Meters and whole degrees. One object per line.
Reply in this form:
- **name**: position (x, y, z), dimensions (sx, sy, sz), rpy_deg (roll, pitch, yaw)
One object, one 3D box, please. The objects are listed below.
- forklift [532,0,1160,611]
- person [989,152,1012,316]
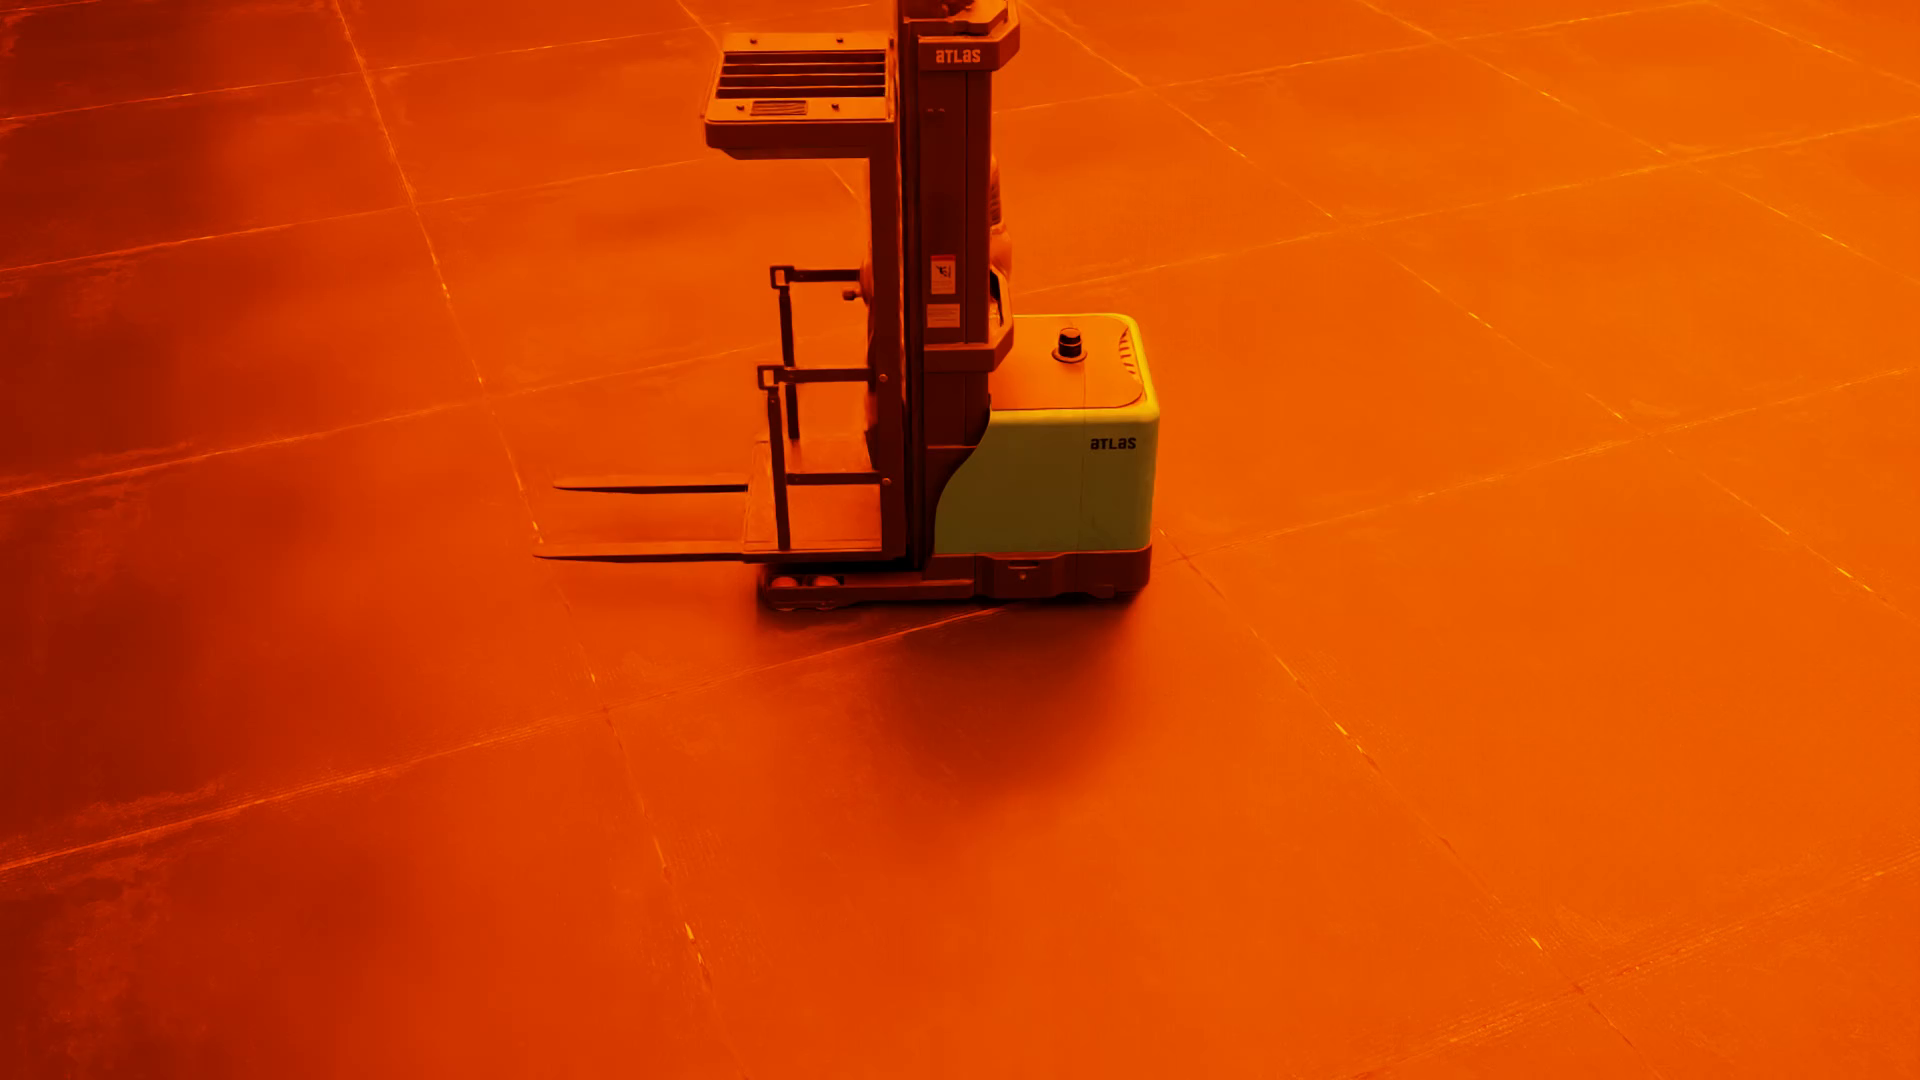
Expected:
- **forklift**: position (-0.592, -1.160, 7.730), dimensions (3.031, 2.935, 1.130), rpy_deg (-1, 35, -2)
- **person**: position (0.010, -1.774, 9.966), dimensions (0.625, 1.429, 0.895), rpy_deg (-3, 36, -4)
